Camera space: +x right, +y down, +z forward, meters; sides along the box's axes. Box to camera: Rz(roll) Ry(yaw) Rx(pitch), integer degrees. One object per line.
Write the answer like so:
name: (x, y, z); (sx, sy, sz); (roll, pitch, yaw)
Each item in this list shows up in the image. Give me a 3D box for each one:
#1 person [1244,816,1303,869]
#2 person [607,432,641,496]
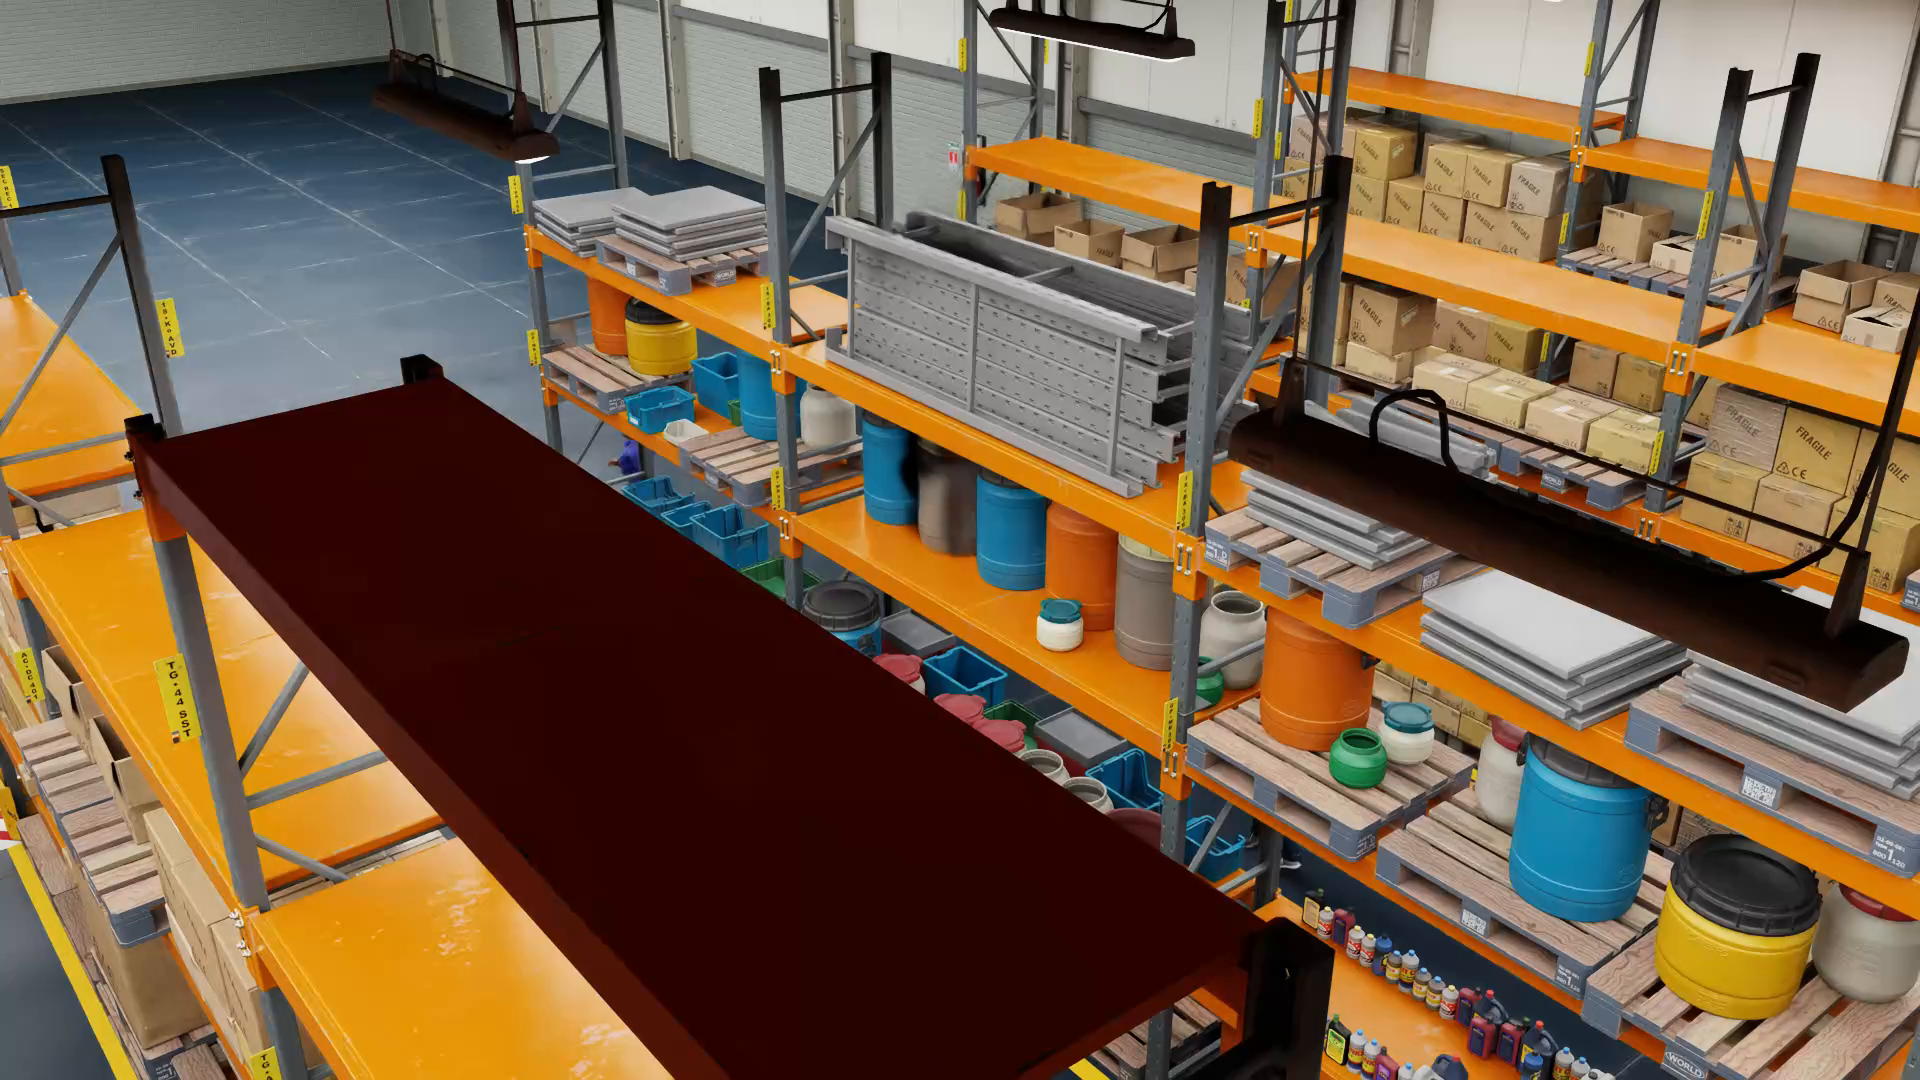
person: (2.386, 1.832, 12.762); (0.703, 1.542, 0.503); (19, 32, 34)
person: (-3.329, -0.484, 17.363); (0.720, 1.690, 0.574); (9, 27, 17)
